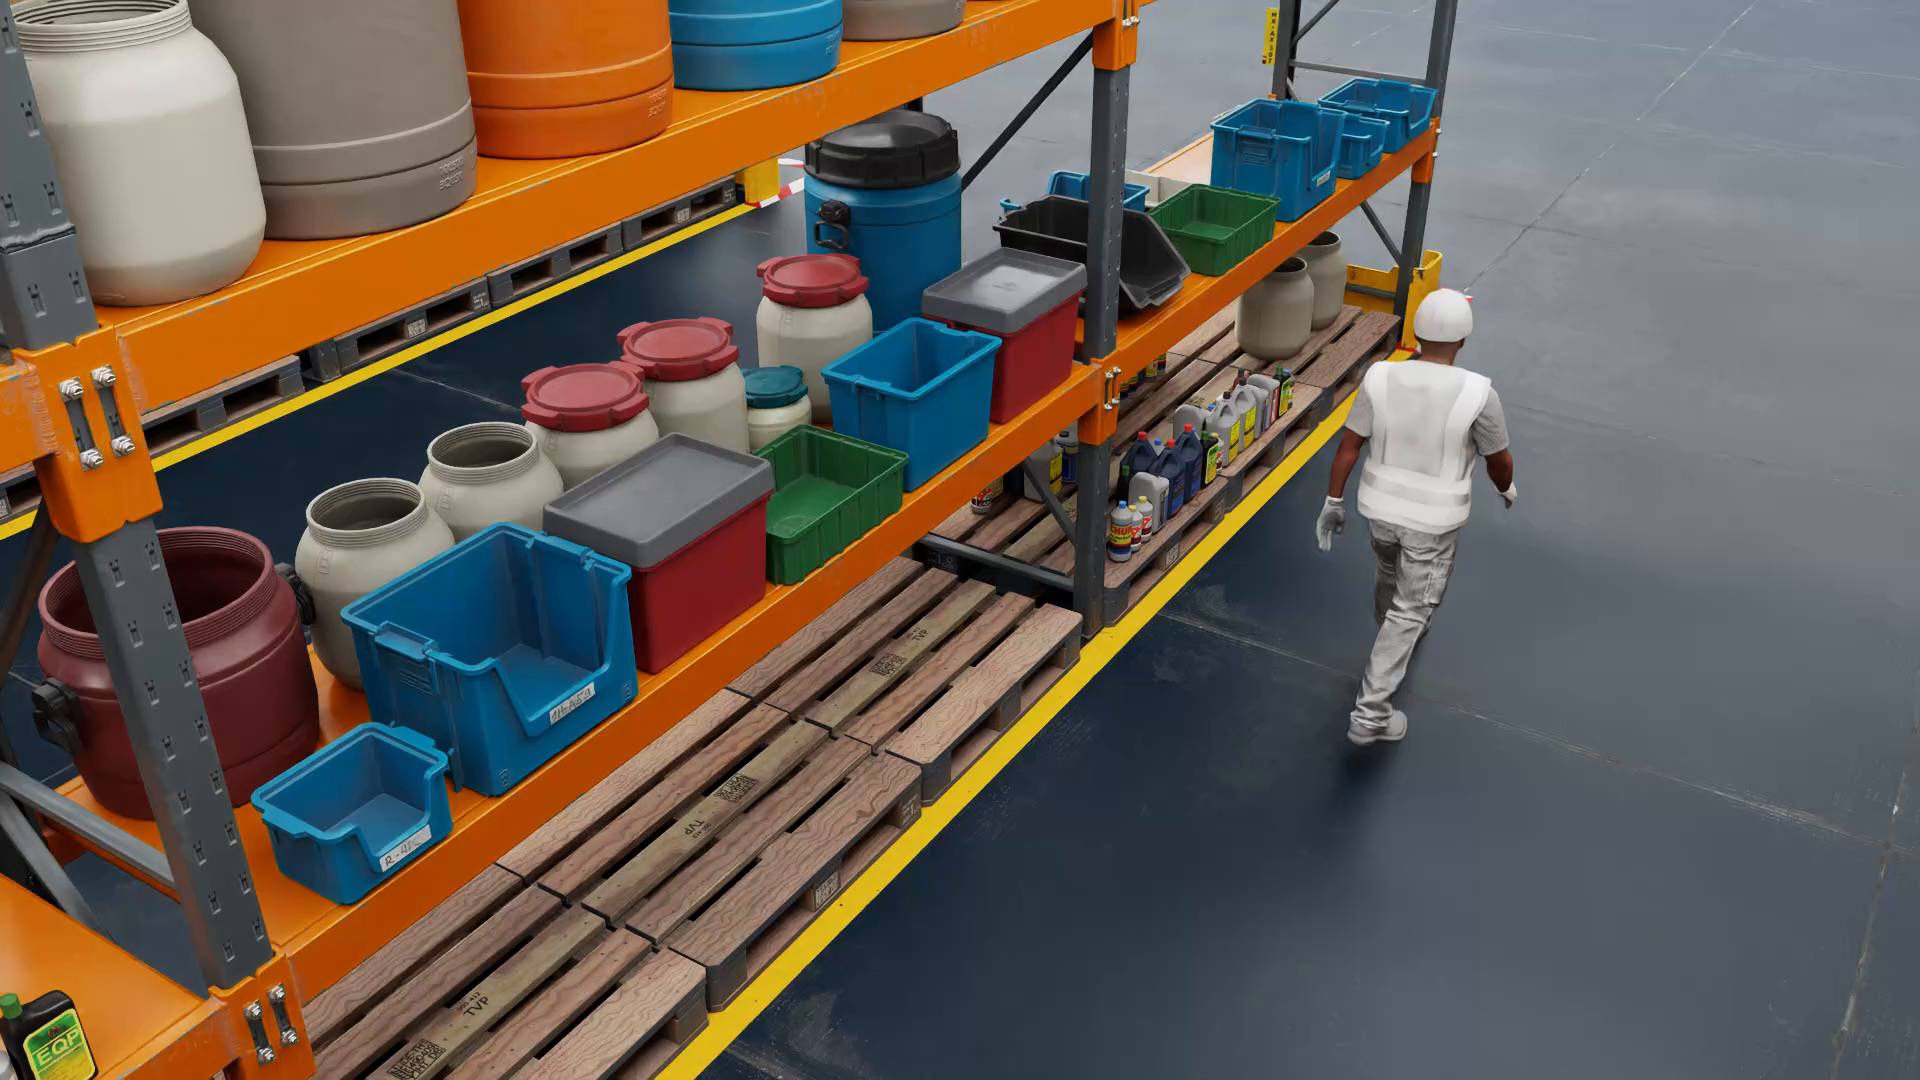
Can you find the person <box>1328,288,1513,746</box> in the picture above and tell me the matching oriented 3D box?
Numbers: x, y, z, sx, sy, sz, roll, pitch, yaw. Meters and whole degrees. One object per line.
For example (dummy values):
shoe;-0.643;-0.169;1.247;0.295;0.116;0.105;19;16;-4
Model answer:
person;1.755;-0.128;6.432;0.613;1.709;1.162;19;35;29
